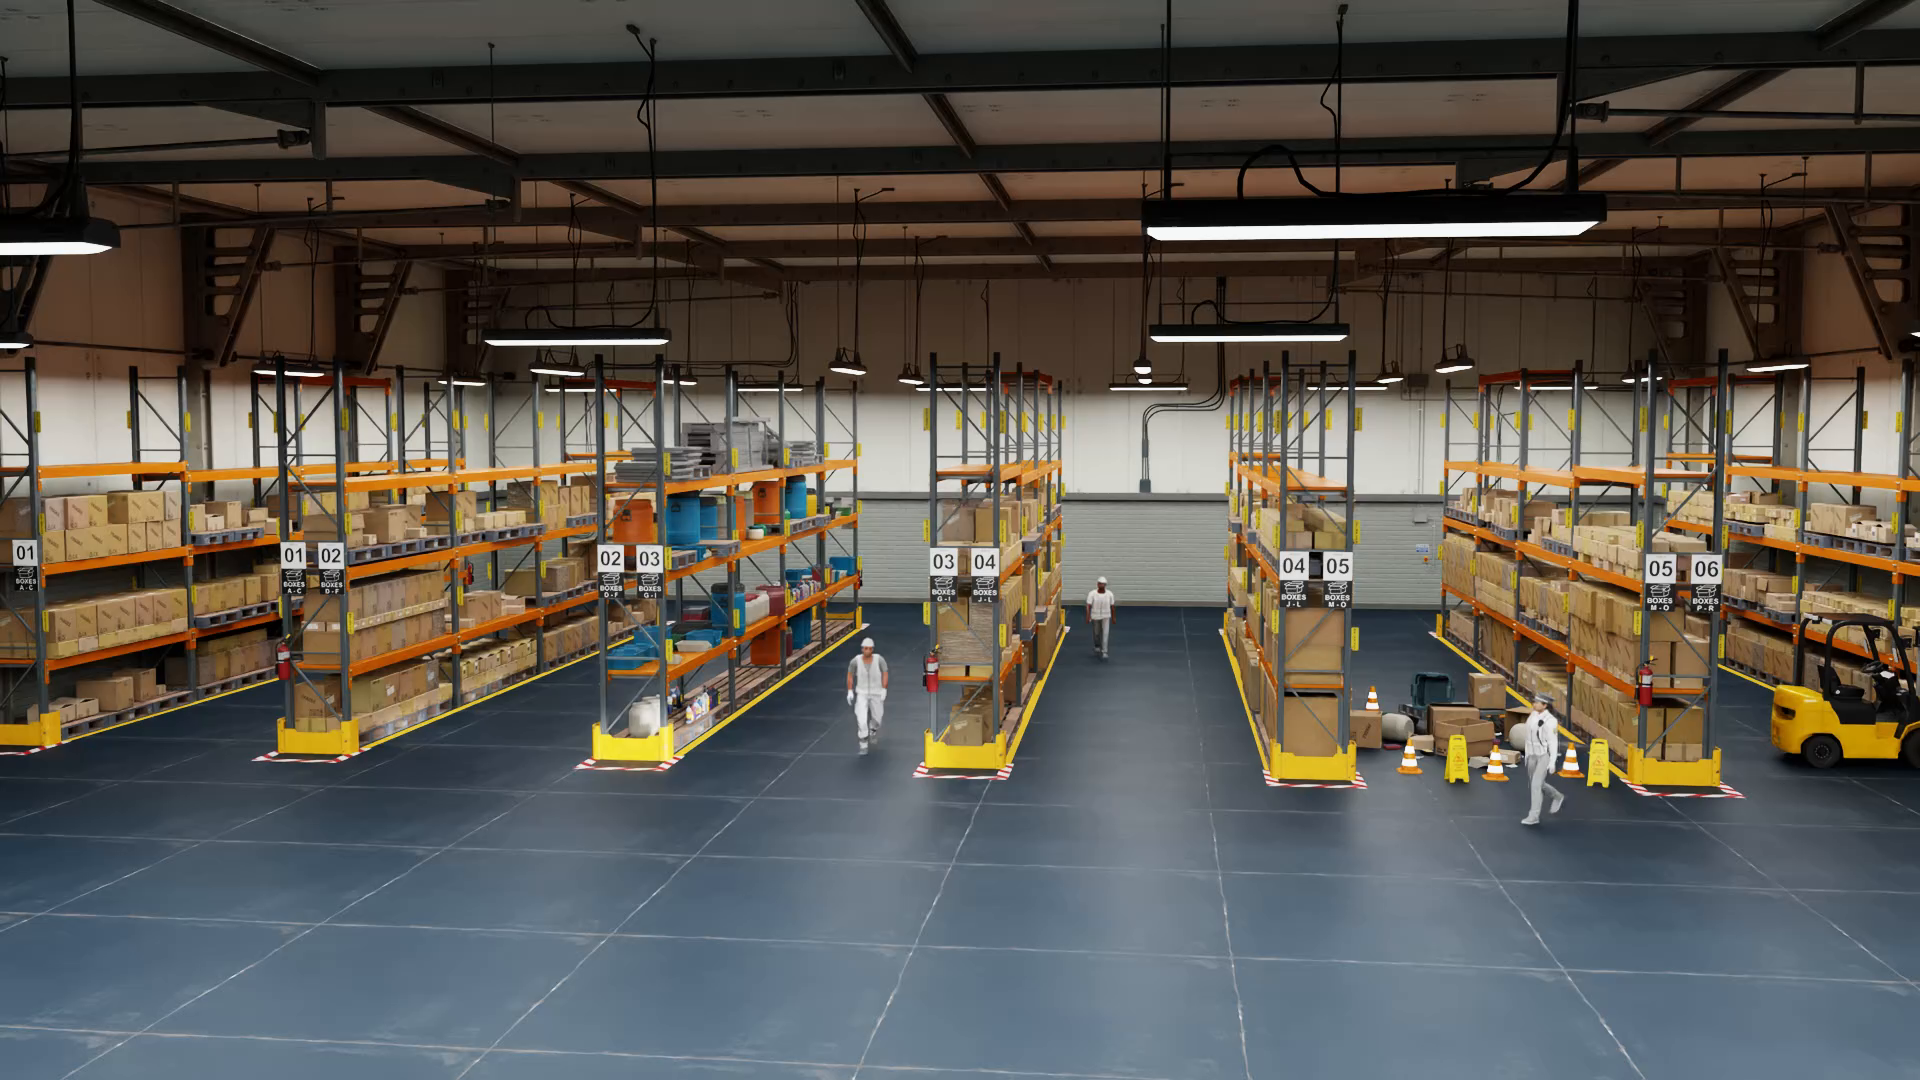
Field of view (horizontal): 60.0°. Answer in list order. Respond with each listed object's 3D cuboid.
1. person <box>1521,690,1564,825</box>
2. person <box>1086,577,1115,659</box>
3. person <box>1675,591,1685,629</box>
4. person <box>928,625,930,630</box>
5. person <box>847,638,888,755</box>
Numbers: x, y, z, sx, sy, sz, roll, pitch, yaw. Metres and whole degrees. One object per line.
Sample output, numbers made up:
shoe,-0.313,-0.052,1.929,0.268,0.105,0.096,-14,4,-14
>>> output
person,7.307,2.687,20.785,0.814,1.654,0.497,-2,5,-28
person,2.994,1.640,35.360,0.632,1.714,1.093,0,4,3
person,14.180,1.777,33.013,0.638,1.779,0.539,-2,5,-30
person,-0.389,1.685,34.551,0.596,1.703,1.074,1,4,8
person,-1.410,2.341,25.274,0.628,1.767,0.689,0,4,-5
